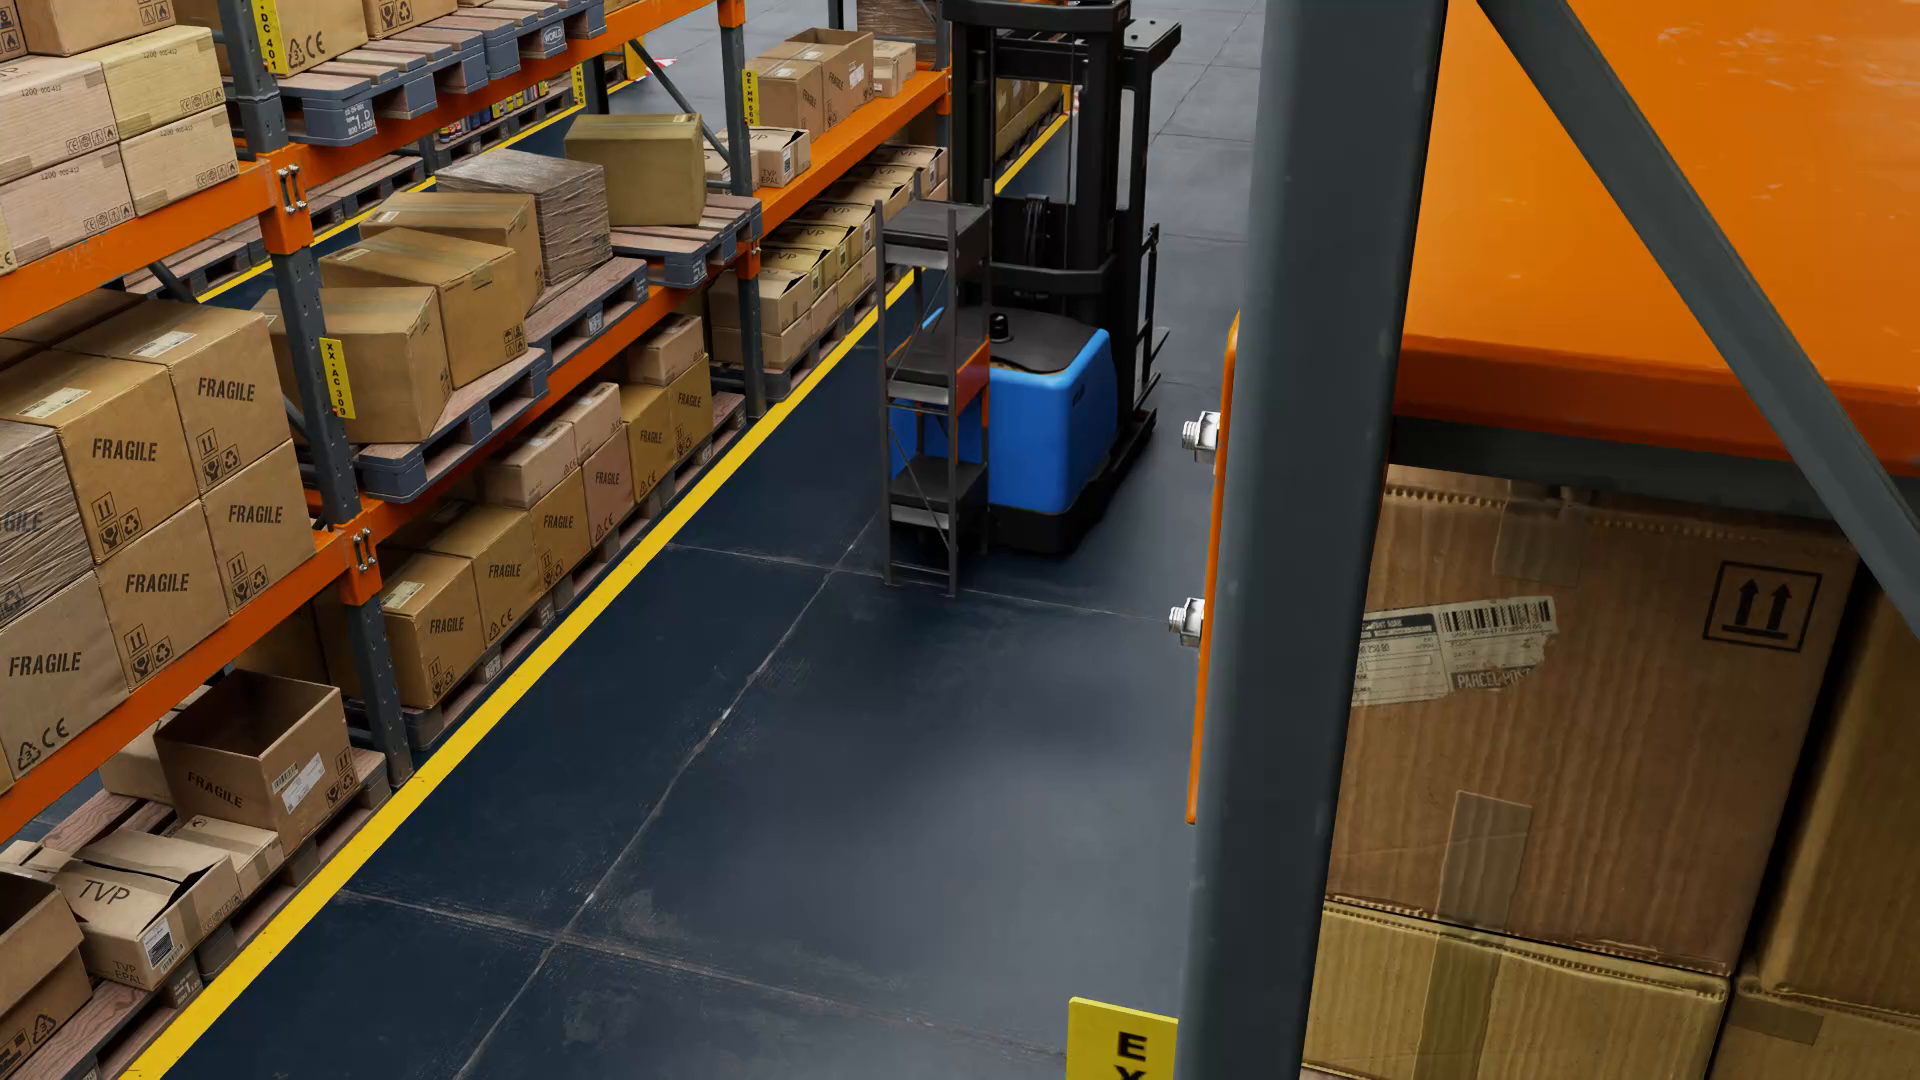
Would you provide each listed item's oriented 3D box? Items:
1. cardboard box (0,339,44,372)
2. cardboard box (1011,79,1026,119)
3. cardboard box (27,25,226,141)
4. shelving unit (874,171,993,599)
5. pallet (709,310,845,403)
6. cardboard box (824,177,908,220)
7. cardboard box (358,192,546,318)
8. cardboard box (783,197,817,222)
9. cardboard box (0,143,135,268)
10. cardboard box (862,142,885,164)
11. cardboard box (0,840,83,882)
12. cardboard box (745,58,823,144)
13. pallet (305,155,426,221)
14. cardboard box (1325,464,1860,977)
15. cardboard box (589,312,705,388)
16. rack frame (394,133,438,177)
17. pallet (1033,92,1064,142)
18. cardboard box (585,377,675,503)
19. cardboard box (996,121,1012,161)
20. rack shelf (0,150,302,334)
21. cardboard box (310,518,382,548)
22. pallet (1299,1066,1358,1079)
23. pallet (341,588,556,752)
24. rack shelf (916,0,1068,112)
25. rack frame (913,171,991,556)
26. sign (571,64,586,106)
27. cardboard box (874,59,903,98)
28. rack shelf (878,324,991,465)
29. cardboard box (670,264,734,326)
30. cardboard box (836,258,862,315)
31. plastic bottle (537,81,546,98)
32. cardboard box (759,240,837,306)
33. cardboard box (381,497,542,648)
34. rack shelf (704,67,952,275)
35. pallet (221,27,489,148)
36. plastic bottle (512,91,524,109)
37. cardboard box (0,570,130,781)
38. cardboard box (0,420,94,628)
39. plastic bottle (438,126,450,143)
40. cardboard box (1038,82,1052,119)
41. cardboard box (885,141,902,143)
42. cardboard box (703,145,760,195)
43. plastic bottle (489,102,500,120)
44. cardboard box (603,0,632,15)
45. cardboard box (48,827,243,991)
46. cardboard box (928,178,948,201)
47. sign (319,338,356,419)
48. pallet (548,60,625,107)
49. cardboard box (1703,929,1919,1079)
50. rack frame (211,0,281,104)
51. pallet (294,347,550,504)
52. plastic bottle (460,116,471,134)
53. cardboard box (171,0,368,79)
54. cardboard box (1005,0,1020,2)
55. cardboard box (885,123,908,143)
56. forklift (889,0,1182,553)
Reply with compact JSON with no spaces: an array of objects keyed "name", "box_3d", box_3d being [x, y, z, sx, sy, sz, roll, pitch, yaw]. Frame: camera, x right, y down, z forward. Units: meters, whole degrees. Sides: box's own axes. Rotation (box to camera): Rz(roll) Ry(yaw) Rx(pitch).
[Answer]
[{"name":"cardboard box","box_3d":[-3.474,-0.377,5.711,0.500,0.500,0.500,8,30,13]},{"name":"cardboard box","box_3d":[0.306,-4.211,15.359,0.500,0.500,0.500,8,30,15]},{"name":"cardboard box","box_3d":[-2.799,-1.514,5.440,0.500,0.250,0.500,8,30,15]},{"name":"shelving unit","box_3d":[-0.124,-0.756,8.449,0.431,2.100,0.503,10,31,18]},{"name":"pallet","box_3d":[-1.462,-1.332,11.428,1.003,0.211,1.213,8,30,15]},{"name":"cardboard box","box_3d":[-0.707,-2.556,12.579,0.500,0.311,0.500,8,30,15]},{"name":"cardboard box","box_3d":[-2.456,-1.372,8.096,0.700,0.500,0.500,1,29,2]},{"name":"cardboard box","box_3d":[-1.377,-2.389,12.278,0.500,0.311,0.500,9,30,16]},{"name":"cardboard box","box_3d":[-2.961,-1.065,5.148,0.500,0.250,0.500,8,30,15]},{"name":"cardboard box","box_3d":[-0.927,-3.103,13.562,0.500,0.311,0.500,9,30,15]},{"name":"cardboard box","box_3d":[-3.490,1.299,6.292,0.380,0.166,0.250,8,30,15]},{"name":"cardboard box","box_3d":[-1.264,-3.000,11.454,0.500,0.500,0.500,7,30,12]},{"name":"pallet","box_3d":[-5.495,-3.152,14.699,1.003,0.211,1.213,8,30,15]},{"name":"cardboard box","box_3d":[0.601,0.070,1.802,0.500,0.500,0.500,8,30,15]},{"name":"cardboard box","box_3d":[-1.804,-1.107,9.501,0.500,0.250,0.500,10,31,17]},{"name":"rack frame","box_3d":[-5.301,-4.741,14.687,1.000,3.000,0.127,8,30,15]},{"name":"pallet","box_3d":[0.422,-4.312,16.784,1.003,0.211,1.213,8,30,15]},{"name":"cardboard box","box_3d":[-1.944,-0.565,9.299,0.500,0.500,0.500,7,30,13]},{"name":"cardboard box","box_3d":[0.162,-3.650,15.122,0.500,0.250,0.500,8,30,15]},{"name":"rack shelf","box_3d":[-3.502,-0.382,4.506,1.077,0.370,4.000,8,30,15]},{"name":"cardboard box","box_3d":[-2.891,0.086,8.128,0.500,0.500,0.500,9,30,15]},{"name":"pallet","box_3d":[0.855,0.631,2.036,1.003,0.211,1.213,8,30,15]},{"name":"pallet","box_3d":[-2.713,0.520,8.098,1.003,0.211,1.213,8,30,15]},{"name":"rack shelf","box_3d":[0.020,-4.648,15.259,1.077,0.370,4.000,8,30,15]},{"name":"rack frame","box_3d":[-0.040,-0.867,8.649,0.400,2.100,0.015,10,31,18]},{"name":"sign","box_3d":[-2.273,-2.758,9.930,0.100,0.325,0.005,8,30,15]},{"name":"cardboard box","box_3d":[-0.650,-3.539,12.665,0.396,0.266,0.258,8,30,14]},{"name":"rack shelf","box_3d":[-0.124,-0.744,8.456,0.431,0.518,0.480,10,31,18]},{"name":"cardboard box","box_3d":[-1.823,-1.679,11.003,0.500,0.311,0.500,9,30,16]},{"name":"cardboard box","box_3d":[-1.013,-1.833,11.857,0.500,0.250,0.500,8,30,14]},{"name":"plastic bottle","box_3d":[-4.264,-4.632,16.833,0.061,0.283,0.133,9,30,16]},{"name":"cardboard box","box_3d":[-1.161,-1.848,11.305,0.500,0.311,0.500,8,30,14]},{"name":"cardboard box","box_3d":[-2.395,0.146,8.021,0.500,0.500,0.500,9,30,16]},{"name":"rack shelf","box_3d":[-1.154,-2.789,11.918,1.077,0.370,4.000,8,30,15]},{"name":"pallet","box_3d":[-2.657,-1.837,6.574,1.213,0.211,1.003,8,30,15]},{"name":"plastic bottle","box_3d":[-4.433,-4.464,16.461,0.144,0.351,0.185,10,31,17]},{"name":"cardboard box","box_3d":[-3.115,0.389,5.362,0.500,0.500,0.500,9,30,16]},{"name":"cardboard box","box_3d":[-3.112,-0.051,5.125,0.500,0.500,0.500,9,30,15]},{"name":"plastic bottle","box_3d":[-4.789,-3.827,15.398,0.097,0.271,0.097,0,29,0]},{"name":"cardboard box","box_3d":[0.597,-4.348,16.377,0.500,0.250,0.500,8,30,15]},{"name":"cardboard box","box_3d":[-0.484,-3.492,14.839,0.500,0.250,0.500,8,30,15]},{"name":"cardboard box","box_3d":[-1.593,-2.298,10.387,0.500,0.311,0.500,10,31,18]},{"name":"plastic bottle","box_3d":[-4.524,-4.221,16.094,0.061,0.283,0.133,10,31,17]},{"name":"cardboard box","box_3d":[-2.139,-2.842,8.085,0.910,0.500,0.500,8,30,15]},{"name":"cardboard box","box_3d":[-3.032,1.322,6.102,0.500,0.311,0.500,8,30,15]},{"name":"cardboard box","box_3d":[-0.412,-2.781,13.559,0.500,0.250,0.500,8,30,14]},{"name":"sign","box_3d":[-2.394,-0.619,6.387,0.100,0.325,0.005,8,30,15]},{"name":"pallet","box_3d":[-4.348,-4.963,17.954,1.003,0.211,1.213,8,30,15]},{"name":"cardboard box","box_3d":[1.096,0.472,1.849,0.500,0.250,0.500,10,31,17]},{"name":"rack frame","box_3d":[-2.915,-2.937,5.272,1.000,3.000,0.127,8,30,15]},{"name":"pallet","box_3d":[-2.576,-0.587,7.417,1.003,0.211,1.213,8,30,15]},{"name":"plastic bottle","box_3d":[-4.720,-3.983,15.674,0.152,0.276,0.135,10,30,17]},{"name":"cardboard box","box_3d":[-2.697,-2.120,6.253,0.600,0.600,0.600,6,30,10]},{"name":"cardboard box","box_3d":[0.157,-5.246,15.491,0.700,0.500,0.500,9,30,15]},{"name":"cardboard box","box_3d":[-0.482,-3.820,14.656,0.500,0.500,0.500,8,30,15]},{"name":"forklift","box_3d":[0.591,-1.910,9.669,1.130,2.935,3.031,10,31,18]}]
